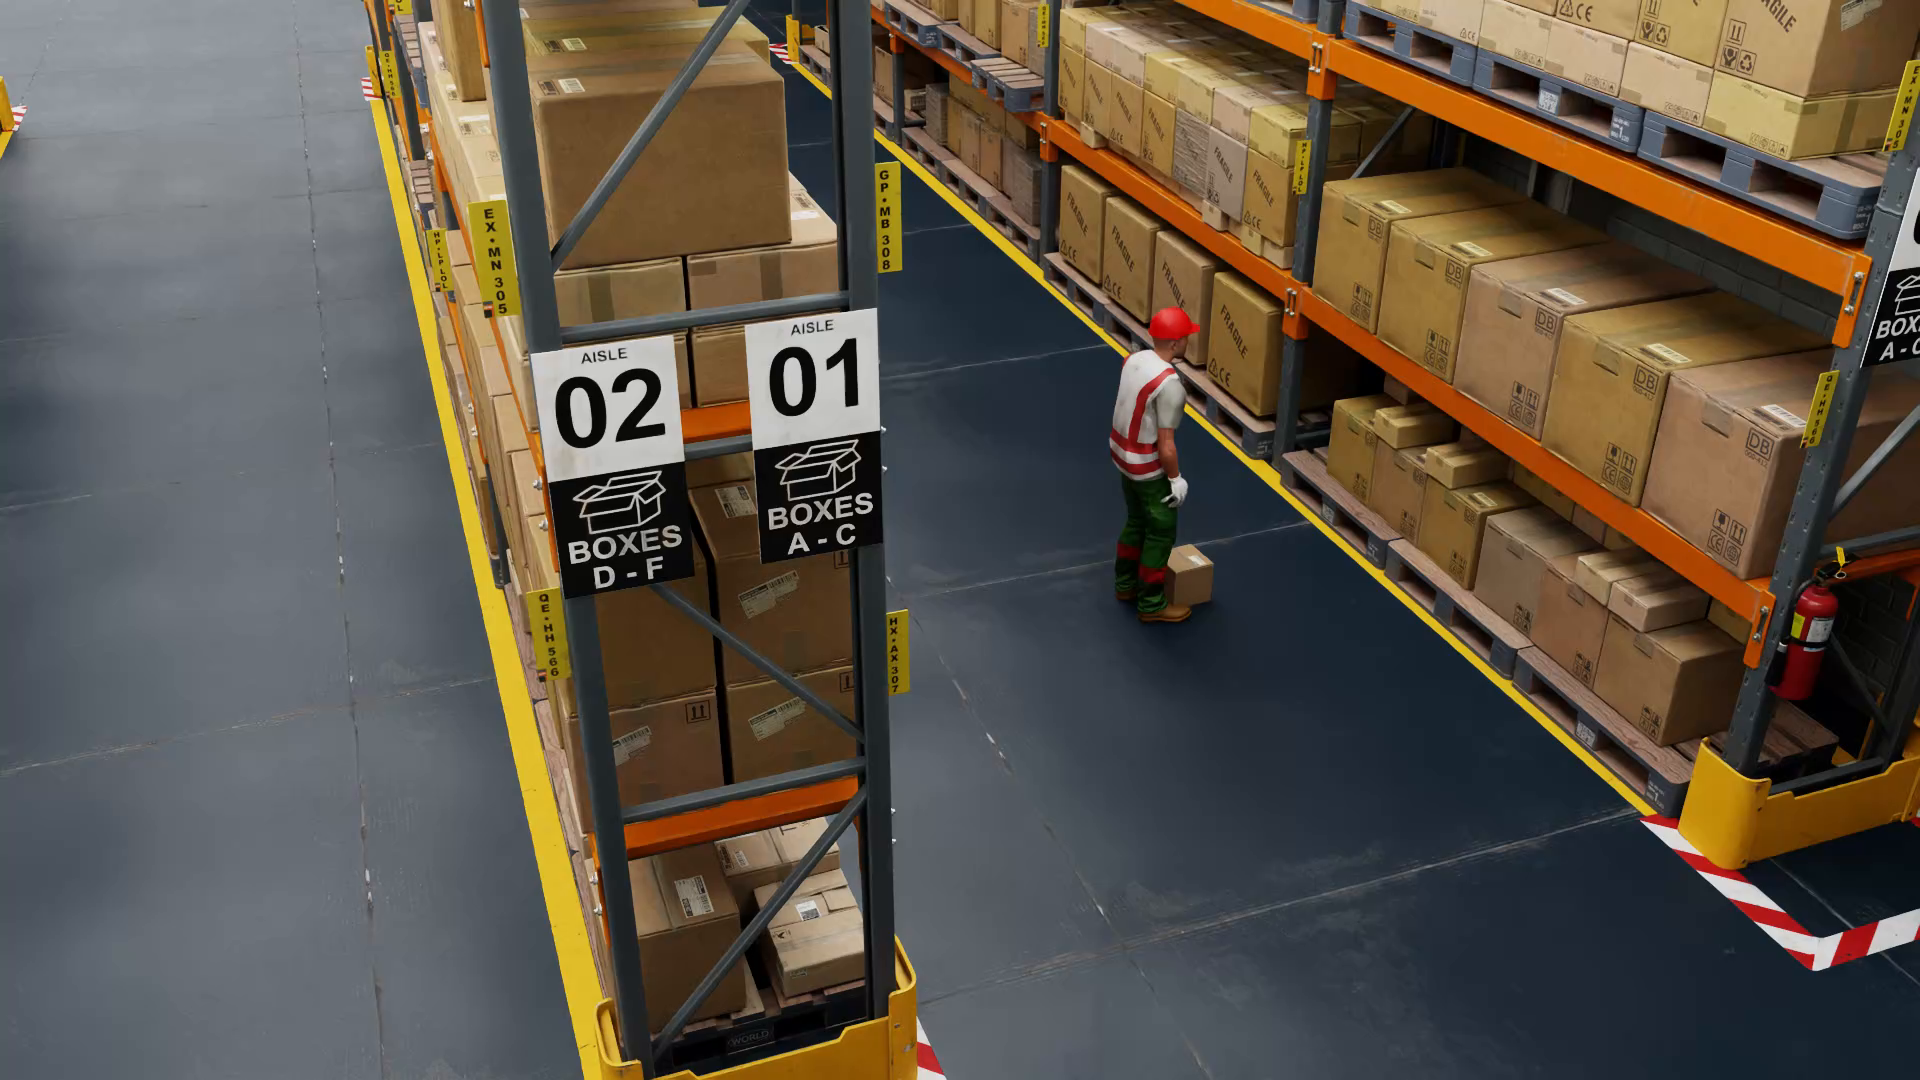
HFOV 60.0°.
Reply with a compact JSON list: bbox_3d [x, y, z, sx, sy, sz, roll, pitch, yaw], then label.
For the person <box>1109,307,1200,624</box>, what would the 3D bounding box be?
[{"bbox_3d":[1.056,-0.412,9.058,0.450,1.779,0.608,-10,31,-17],"label":"person"}]
